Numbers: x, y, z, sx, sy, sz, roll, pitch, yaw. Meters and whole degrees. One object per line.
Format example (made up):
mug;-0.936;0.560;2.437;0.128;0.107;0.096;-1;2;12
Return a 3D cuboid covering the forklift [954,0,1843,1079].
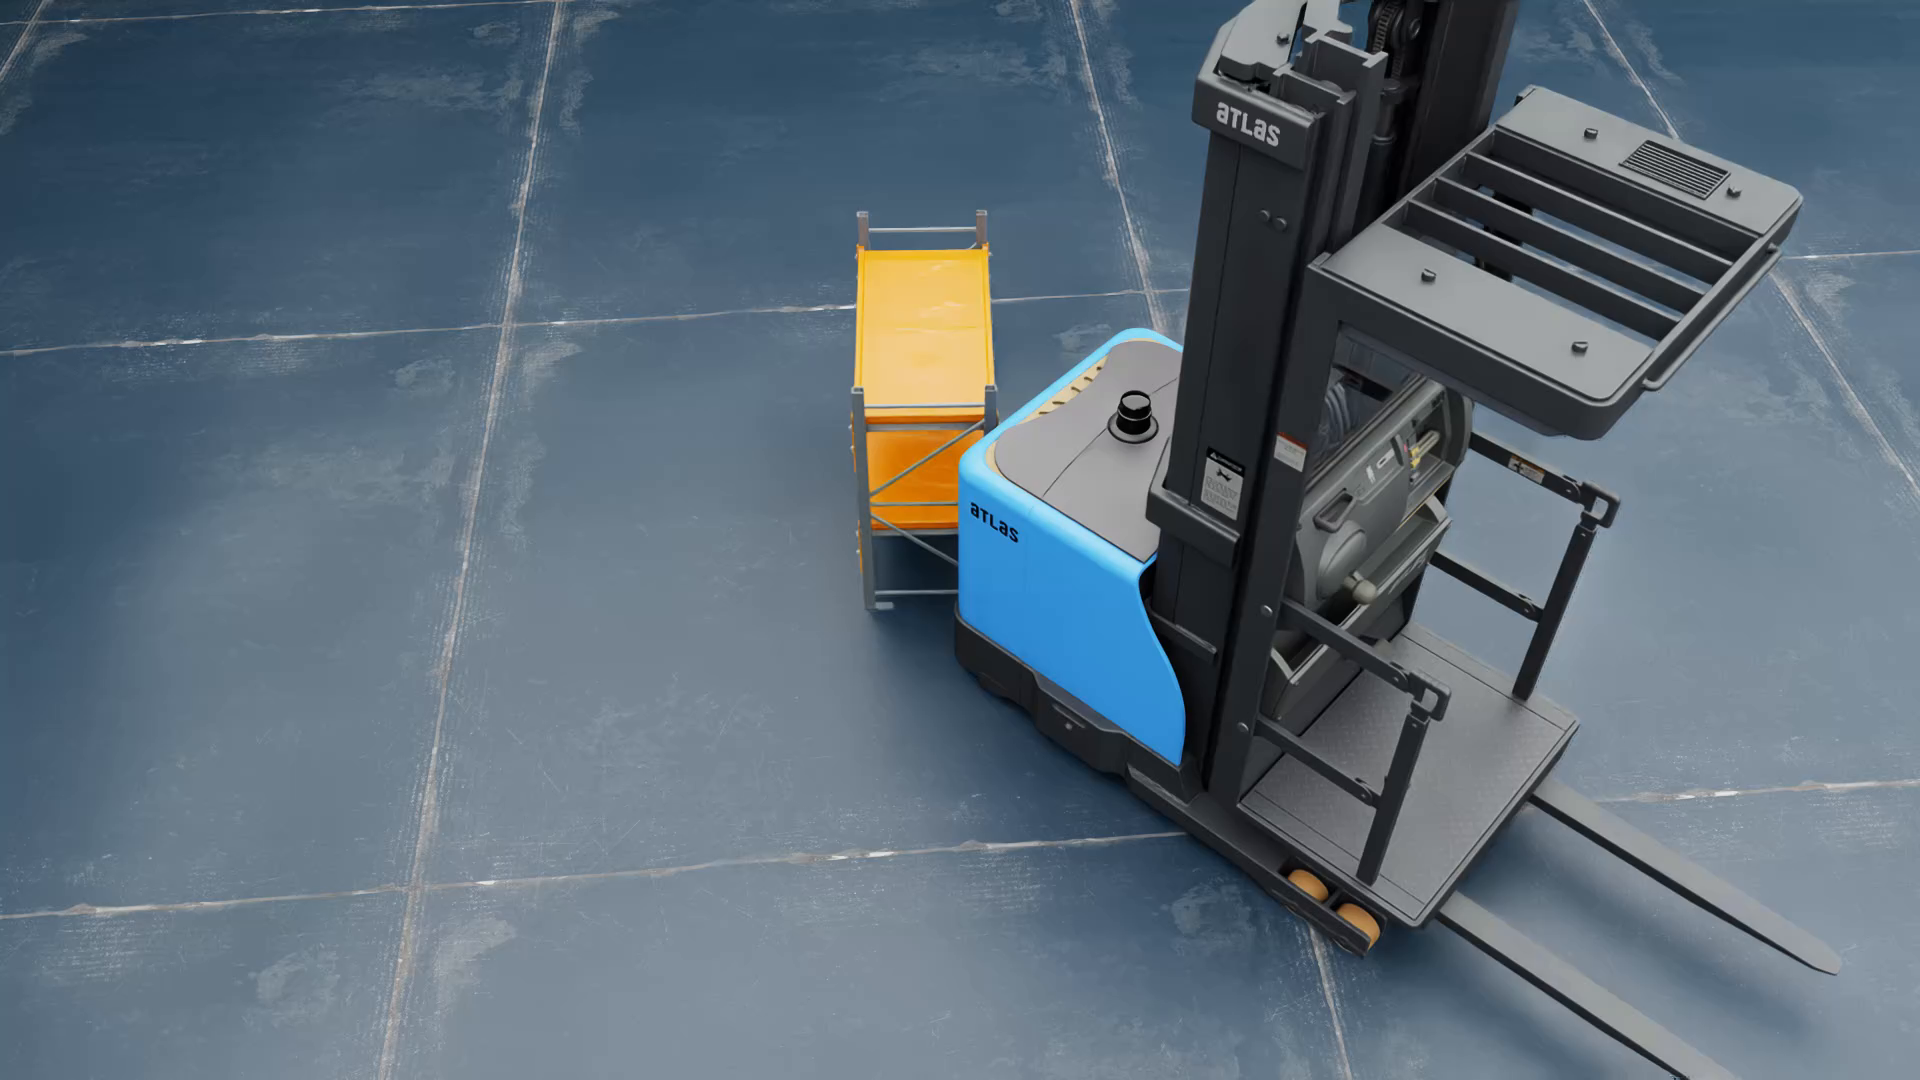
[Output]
forklift;1.412;-0.088;4.815;3.031;2.935;1.130;33;55;27

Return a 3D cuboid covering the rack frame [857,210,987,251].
rack frame;-0.145;-0.869;6.798;0.500;1.125;0.032;-1;47;-1

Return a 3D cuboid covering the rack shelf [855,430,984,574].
rack shelf;-0.133;-0.332;6.626;0.538;0.278;1.000;-1;47;-1

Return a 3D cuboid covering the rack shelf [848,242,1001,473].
rack shelf;-0.133;-0.701;6.236;0.538;0.278;1.000;-1;47;-1

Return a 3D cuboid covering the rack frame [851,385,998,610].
rack frame;-0.122;-0.131;6.099;0.500;1.125;0.032;-1;47;-1

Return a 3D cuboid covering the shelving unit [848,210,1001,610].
shelving unit;-0.133;-0.500;6.449;0.538;1.125;1.048;-1;47;-1
